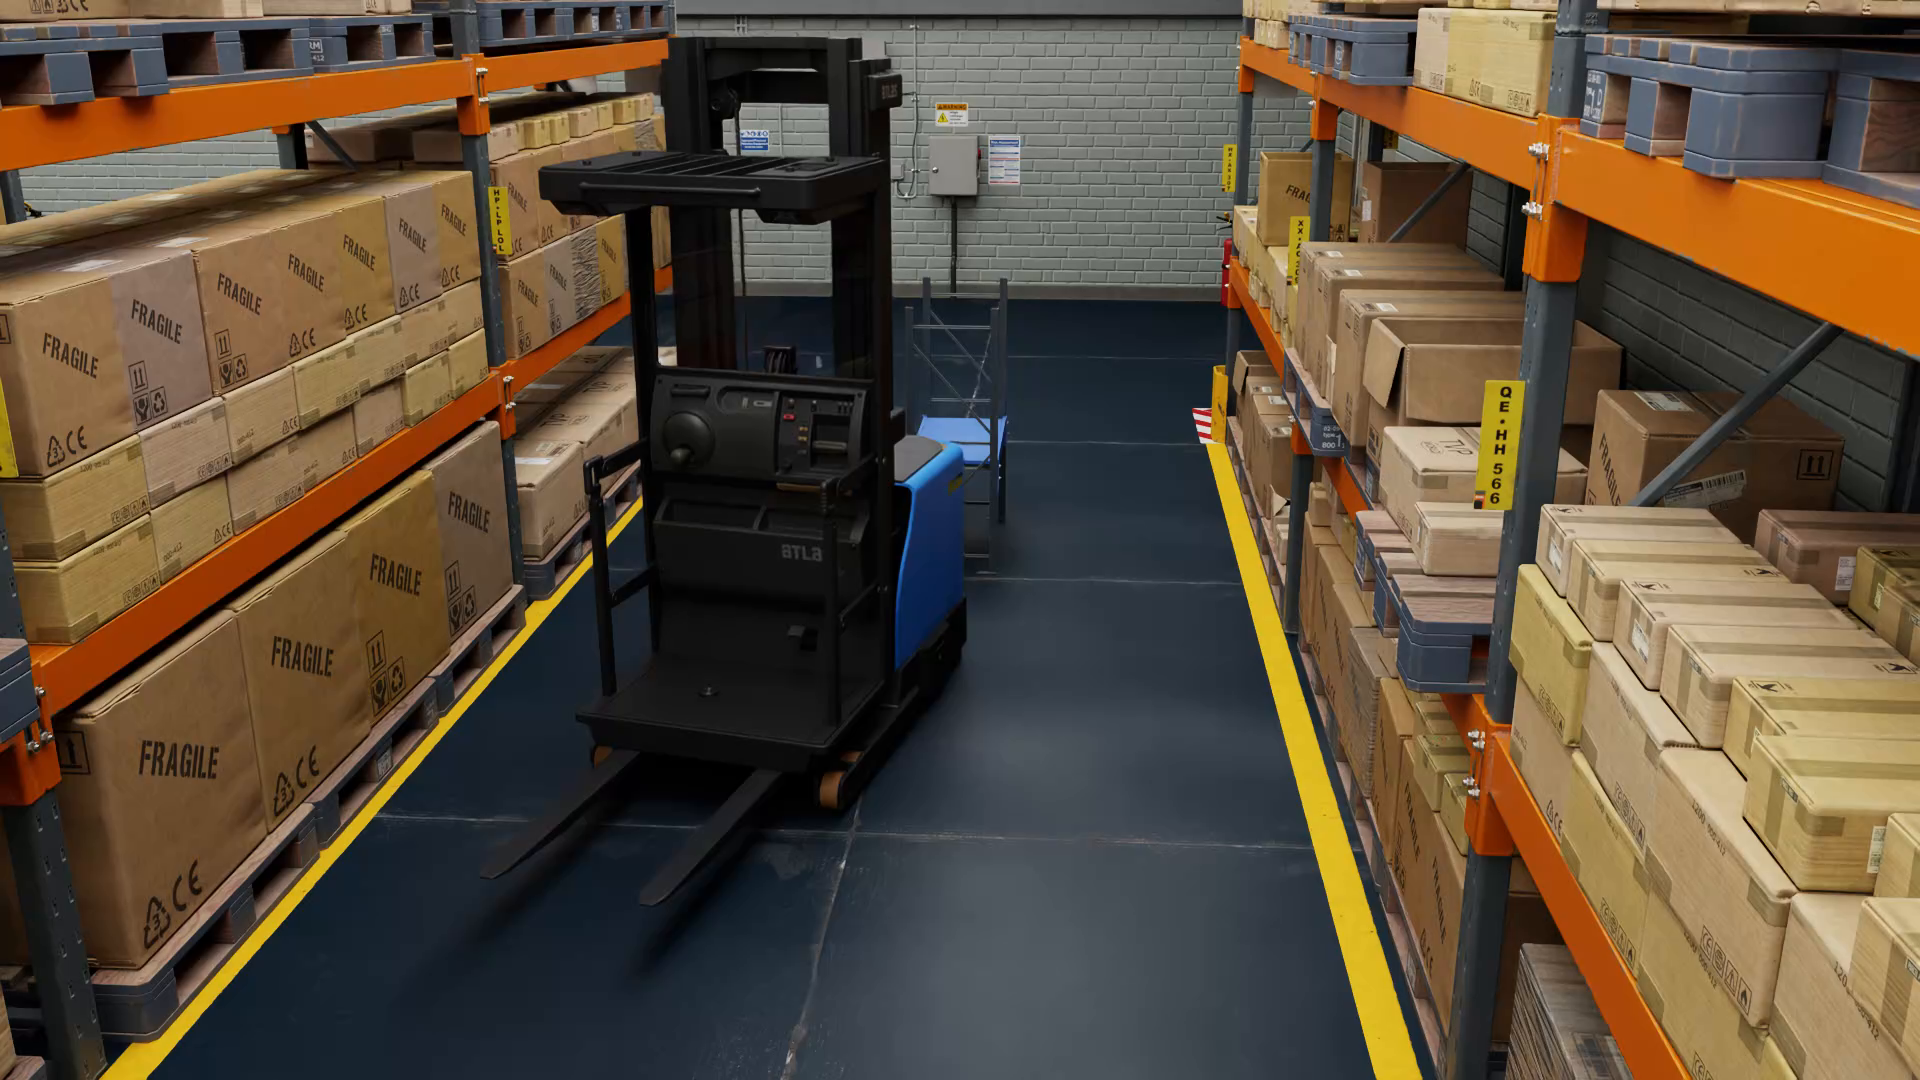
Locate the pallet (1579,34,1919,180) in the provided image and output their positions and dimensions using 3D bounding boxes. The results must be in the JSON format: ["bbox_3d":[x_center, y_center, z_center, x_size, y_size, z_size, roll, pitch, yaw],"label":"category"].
[{"bbox_3d":[1.907,-0.831,3.129,1.213,0.211,1.003,2,18,6],"label":"pallet"}]

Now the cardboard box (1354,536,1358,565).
[{"bbox_3d":[1.906,0.088,7.136,0.380,0.149,0.250,1,18,3],"label":"cardboard box"}]

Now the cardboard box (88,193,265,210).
[{"bbox_3d":[-3.164,-1.138,6.814,0.500,0.500,0.500,1,18,3],"label":"cardboard box"}]

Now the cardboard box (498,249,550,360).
[{"bbox_3d":[-2.503,-1.248,8.753,0.500,0.500,0.500,2,18,6],"label":"cardboard box"}]

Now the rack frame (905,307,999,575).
[{"bbox_3d":[-0.043,-0.528,9.127,0.500,1.500,0.032,1,18,4],"label":"rack frame"}]

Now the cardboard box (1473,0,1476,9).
[{"bbox_3d":[1.776,-1.683,5.026,0.380,0.149,0.250,1,18,4],"label":"cardboard box"}]

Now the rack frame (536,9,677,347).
[{"bbox_3d":[-2.511,-2.303,12.133,1.000,3.000,0.127,1,18,4],"label":"rack frame"}]

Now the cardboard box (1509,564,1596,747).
[{"bbox_3d":[1.566,0.257,3.759,0.500,0.250,0.500,1,18,4],"label":"cardboard box"}]

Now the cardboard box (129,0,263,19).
[{"bbox_3d":[-2.784,-1.984,6.043,0.380,0.166,0.250,3,18,9],"label":"cardboard box"}]

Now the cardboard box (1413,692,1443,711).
[{"bbox_3d":[1.765,0.565,5.679,0.380,0.149,0.250,2,18,6],"label":"cardboard box"}]

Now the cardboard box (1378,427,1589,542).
[{"bbox_3d":[1.619,-0.172,5.196,0.500,0.250,0.500,0,18,1],"label":"cardboard box"}]

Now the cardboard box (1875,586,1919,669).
[{"bbox_3d":[2.058,0.204,3.280,0.380,0.149,0.250,1,18,4],"label":"cardboard box"}]

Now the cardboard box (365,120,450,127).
[{"bbox_3d":[-2.939,-2.151,8.861,0.380,0.149,0.250,1,18,4],"label":"cardboard box"}]

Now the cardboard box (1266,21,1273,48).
[{"bbox_3d":[1.978,-2.931,9.638,0.380,0.149,0.250,1,18,4],"label":"cardboard box"}]

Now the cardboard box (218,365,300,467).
[{"bbox_3d":[-2.716,-0.451,5.921,0.500,0.250,0.500,1,18,4],"label":"cardboard box"}]

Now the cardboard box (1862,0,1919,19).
[{"bbox_3d":[1.498,-0.893,2.017,0.500,0.500,0.500,2,18,5],"label":"cardboard box"}]

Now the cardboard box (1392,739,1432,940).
[{"bbox_3d":[1.729,0.989,5.429,0.500,0.500,0.500,1,18,3],"label":"cardboard box"}]

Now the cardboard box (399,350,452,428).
[{"bbox_3d":[-2.616,-0.686,7.440,0.500,0.250,0.500,1,18,3],"label":"cardboard box"}]

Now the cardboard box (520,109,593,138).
[{"bbox_3d":[-2.389,-2.456,9.793,0.380,0.149,0.250,1,18,4],"label":"cardboard box"}]

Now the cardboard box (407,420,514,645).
[{"bbox_3d":[-2.763,-0.056,8.014,0.875,0.875,0.875,2,18,6],"label":"cardboard box"}]

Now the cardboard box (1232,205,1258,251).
[{"bbox_3d":[2.139,-2.128,11.364,0.500,0.250,0.500,1,18,4],"label":"cardboard box"}]

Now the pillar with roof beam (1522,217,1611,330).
[{"bbox_3d":[-1.192,-4.094,7.965,9.100,9.000,0.400,1,18,4],"label":"pillar with roof beam"}]

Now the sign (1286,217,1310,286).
[{"bbox_3d":[1.611,-1.372,7.902,0.100,0.325,0.005,1,18,4],"label":"sign"}]

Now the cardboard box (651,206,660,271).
[{"bbox_3d":[-2.333,-2.039,11.168,0.500,0.500,0.500,1,18,3],"label":"cardboard box"}]

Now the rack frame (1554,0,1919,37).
[{"bbox_3d":[1.866,-2.559,3.282,1.000,3.000,0.127,1,18,4],"label":"rack frame"}]

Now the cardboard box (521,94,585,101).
[{"bbox_3d":[-2.761,-2.947,11.290,0.380,0.149,0.250,2,18,5],"label":"cardboard box"}]

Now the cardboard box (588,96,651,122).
[{"bbox_3d":[-2.266,-2.856,11.014,0.380,0.149,0.250,1,18,3],"label":"cardboard box"}]

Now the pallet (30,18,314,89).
[{"bbox_3d":[-3.014,-1.702,5.787,1.003,0.211,1.213,2,18,6],"label":"pallet"}]

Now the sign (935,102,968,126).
[{"bbox_3d":[-0.086,-4.420,17.269,0.339,0.242,0.001,1,18,4],"label":"sign"}]

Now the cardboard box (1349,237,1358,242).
[{"bbox_3d":[2.556,-1.638,9.868,0.500,0.250,0.500,1,18,4],"label":"cardboard box"}]

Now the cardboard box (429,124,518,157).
[{"bbox_3d":[-2.514,-2.063,8.595,0.380,0.149,0.250,2,18,5],"label":"cardboard box"}]

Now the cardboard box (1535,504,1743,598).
[{"bbox_3d":[1.550,0.028,3.817,0.380,0.149,0.250,2,18,6],"label":"cardboard box"}]

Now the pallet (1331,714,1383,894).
[{"bbox_3d":[2.048,1.008,6.508,1.003,0.211,1.213,1,18,4],"label":"pallet"}]

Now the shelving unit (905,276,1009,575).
[{"bbox_3d":[-0.006,-0.686,9.609,0.538,1.500,1.048,1,18,4],"label":"shelving unit"}]

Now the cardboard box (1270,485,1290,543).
[{"bbox_3d":[1.926,-0.141,9.254,0.396,0.266,0.258,2,18,6],"label":"cardboard box"}]

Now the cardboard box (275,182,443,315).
[{"bbox_3d":[-2.609,-1.278,7.239,0.500,0.500,0.500,2,18,5],"label":"cardboard box"}]

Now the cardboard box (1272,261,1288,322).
[{"bbox_3d":[1.968,-1.340,8.959,0.500,0.250,0.500,1,18,4],"label":"cardboard box"}]

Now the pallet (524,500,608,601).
[{"bbox_3d":[-2.665,0.030,9.491,1.003,0.211,1.213,1,18,4],"label":"pallet"}]

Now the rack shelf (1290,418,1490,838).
[{"bbox_3d":[2.010,0.012,6.224,1.077,0.370,4.000,1,18,4],"label":"rack shelf"}]

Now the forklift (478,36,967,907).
[{"bbox_3d":[-0.889,-0.450,6.590,1.130,2.935,3.031,5,19,16],"label":"forklift"}]

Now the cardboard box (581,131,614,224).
[{"bbox_3d":[-2.393,-2.198,10.046,0.500,0.500,0.500,1,18,4],"label":"cardboard box"}]

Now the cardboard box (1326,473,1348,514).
[{"bbox_3d":[1.891,-0.225,7.612,0.380,0.149,0.250,0,18,1],"label":"cardboard box"}]

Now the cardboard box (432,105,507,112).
[{"bbox_3d":[-2.966,-2.549,10.076,0.380,0.149,0.250,1,18,3],"label":"cardboard box"}]

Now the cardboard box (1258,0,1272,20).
[{"bbox_3d":[2.070,-3.240,9.939,0.500,0.250,0.500,1,18,2],"label":"cardboard box"}]

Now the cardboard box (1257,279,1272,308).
[{"bbox_3d":[2.002,-1.496,10.076,0.380,0.149,0.250,2,18,5],"label":"cardboard box"}]

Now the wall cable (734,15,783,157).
[{"bbox_3d":[-2.130,-4.552,17.316,0.585,1.953,0.123,1,18,4],"label":"wall cable"}]

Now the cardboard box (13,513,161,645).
[{"bbox_3d":[-2.799,0.107,5.021,0.500,0.250,0.500,1,18,3],"label":"cardboard box"}]

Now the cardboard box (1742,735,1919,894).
[{"bbox_3d":[1.468,0.429,2.593,0.380,0.149,0.250,2,18,5],"label":"cardboard box"}]

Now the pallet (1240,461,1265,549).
[{"bbox_3d":[2.288,-0.219,10.252,1.003,0.211,1.213,1,18,4],"label":"pallet"}]

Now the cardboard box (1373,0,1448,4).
[{"bbox_3d":[1.650,-1.942,5.783,0.380,0.149,0.250,2,18,5],"label":"cardboard box"}]

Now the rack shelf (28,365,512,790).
[{"bbox_3d":[-2.941,-0.097,6.558,1.077,0.370,4.000,1,18,4],"label":"rack shelf"}]

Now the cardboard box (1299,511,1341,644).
[{"bbox_3d":[1.894,0.183,7.888,0.500,0.500,0.500,2,18,6],"label":"cardboard box"}]

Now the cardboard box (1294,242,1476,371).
[{"bbox_3d":[1.895,-1.053,7.483,0.700,0.500,0.500,2,18,5],"label":"cardboard box"}]

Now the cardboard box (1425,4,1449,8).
[{"bbox_3d":[2.473,-2.597,7.977,0.500,0.250,0.500,1,18,3],"label":"cardboard box"}]

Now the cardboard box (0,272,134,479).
[{"bbox_3d":[-2.805,-0.488,4.830,0.500,0.500,0.500,1,18,2],"label":"cardboard box"}]
